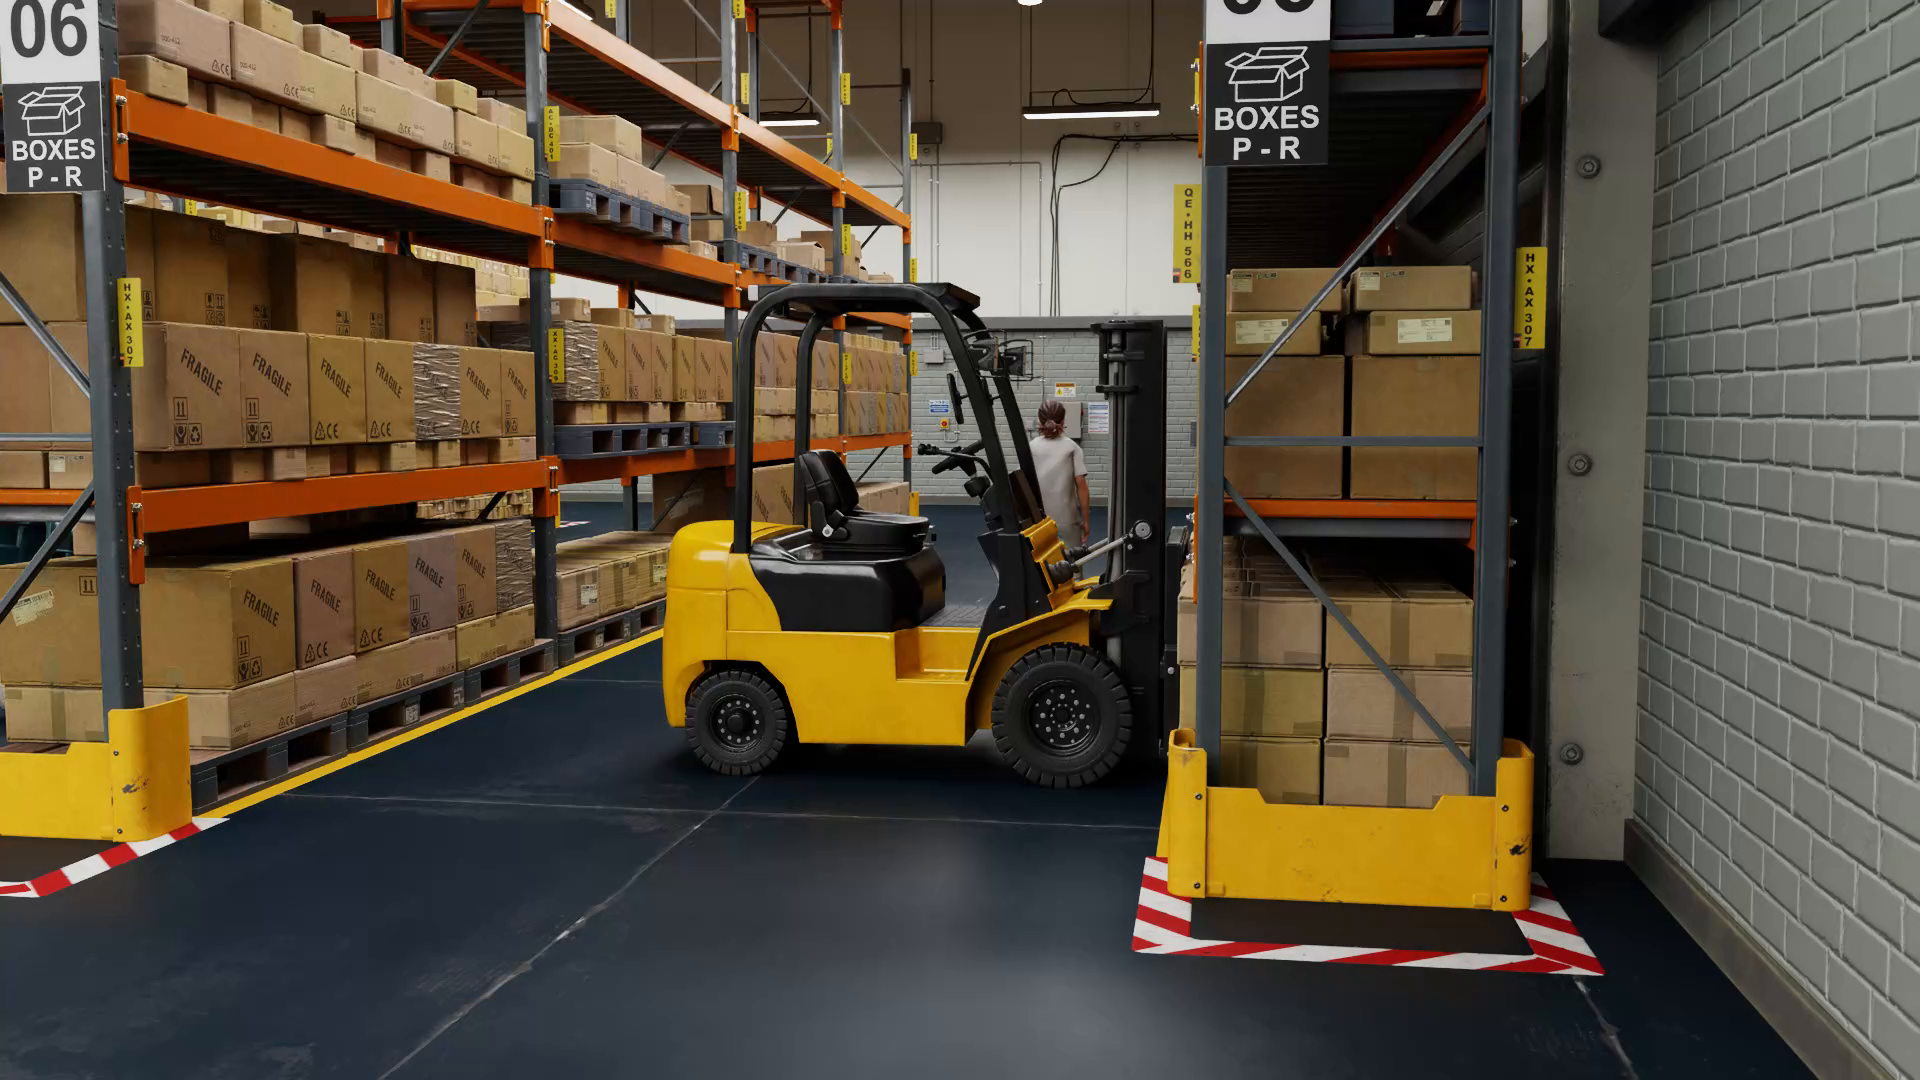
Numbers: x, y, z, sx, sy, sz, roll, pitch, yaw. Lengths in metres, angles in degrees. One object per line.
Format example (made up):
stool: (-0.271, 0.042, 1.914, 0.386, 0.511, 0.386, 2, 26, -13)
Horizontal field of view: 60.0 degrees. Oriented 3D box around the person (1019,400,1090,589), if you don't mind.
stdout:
person: (0.619, -0.092, 11.018, 0.493, 1.673, 0.353, 1, 5, 8)
